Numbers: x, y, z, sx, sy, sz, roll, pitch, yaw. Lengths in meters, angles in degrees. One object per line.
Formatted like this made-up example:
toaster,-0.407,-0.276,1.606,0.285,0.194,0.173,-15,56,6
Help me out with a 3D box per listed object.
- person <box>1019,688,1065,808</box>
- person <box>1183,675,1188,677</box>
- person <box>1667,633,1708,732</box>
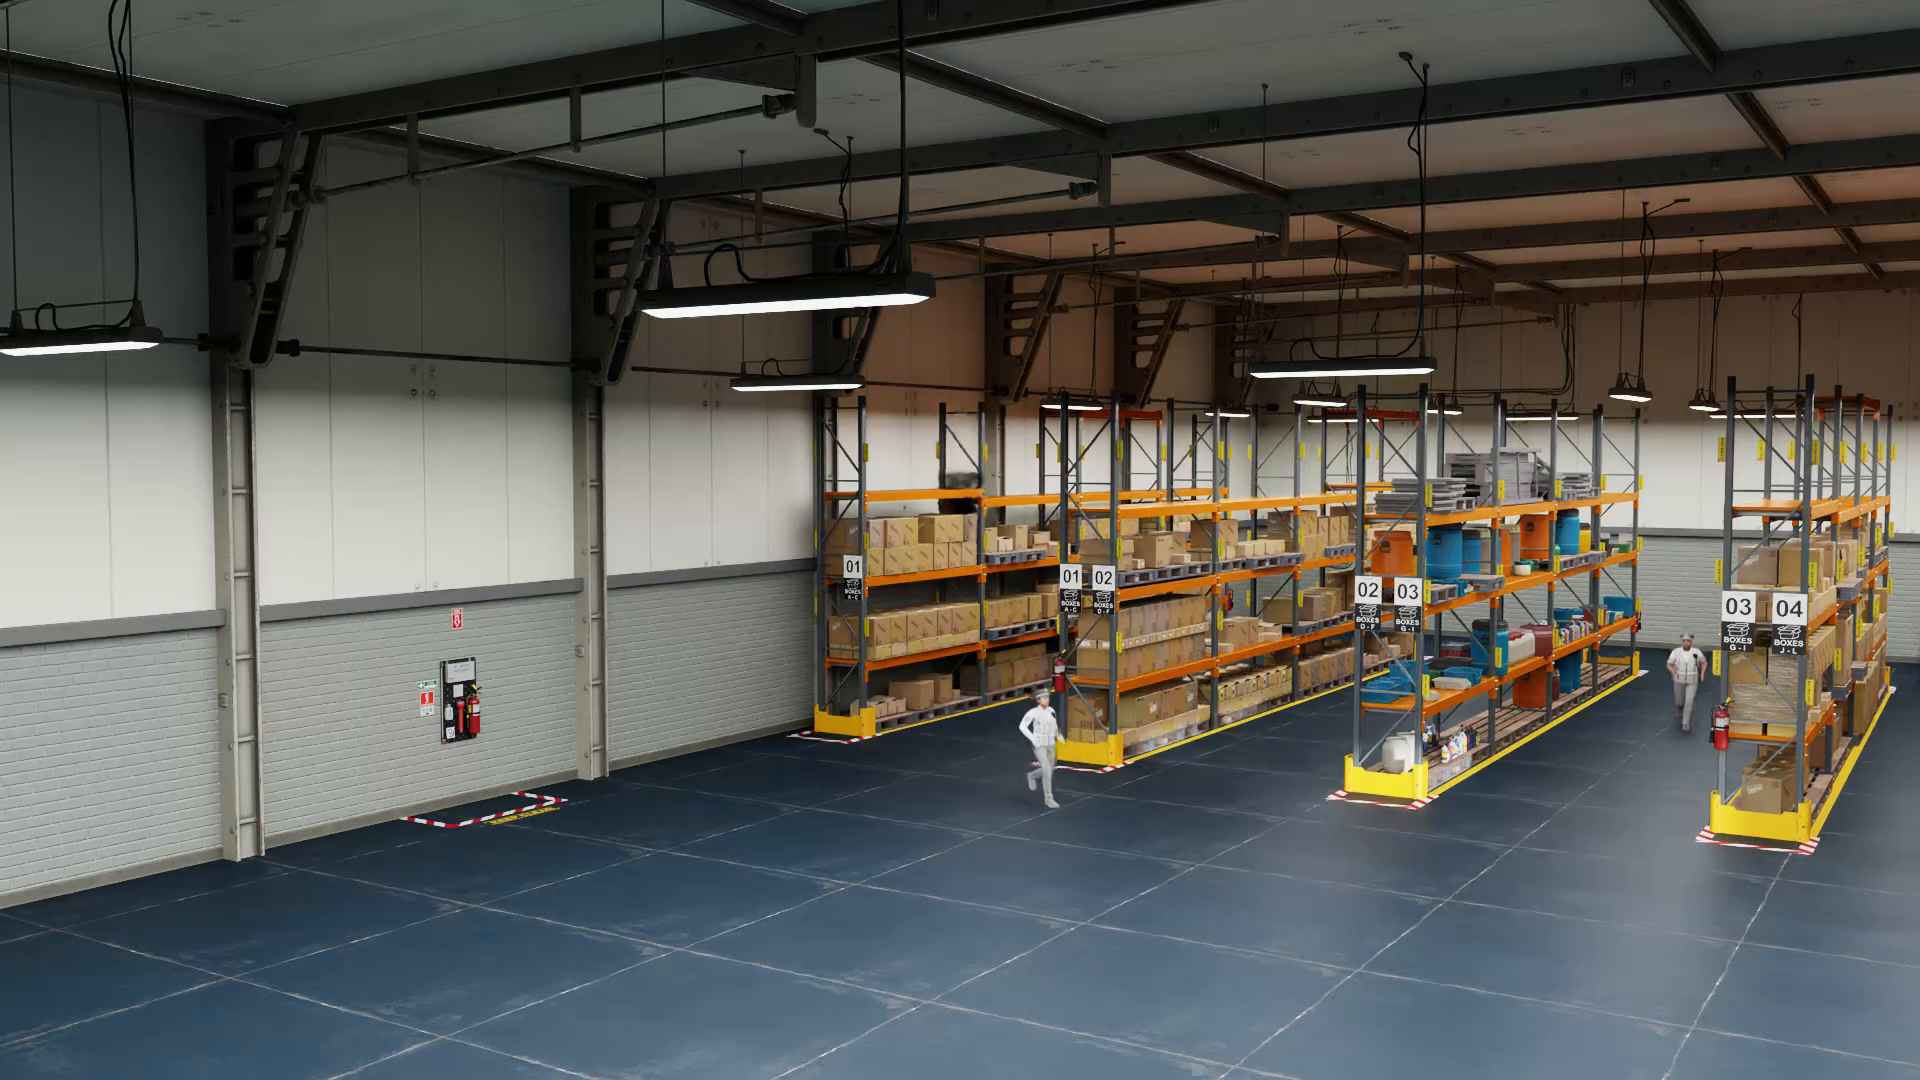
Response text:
person,1.153,2.937,23.699,0.618,1.684,0.762,-2,4,-36
person,4.757,2.302,35.949,0.567,1.660,0.867,1,3,25
person,13.165,2.551,30.117,0.678,1.748,0.917,1,3,25
